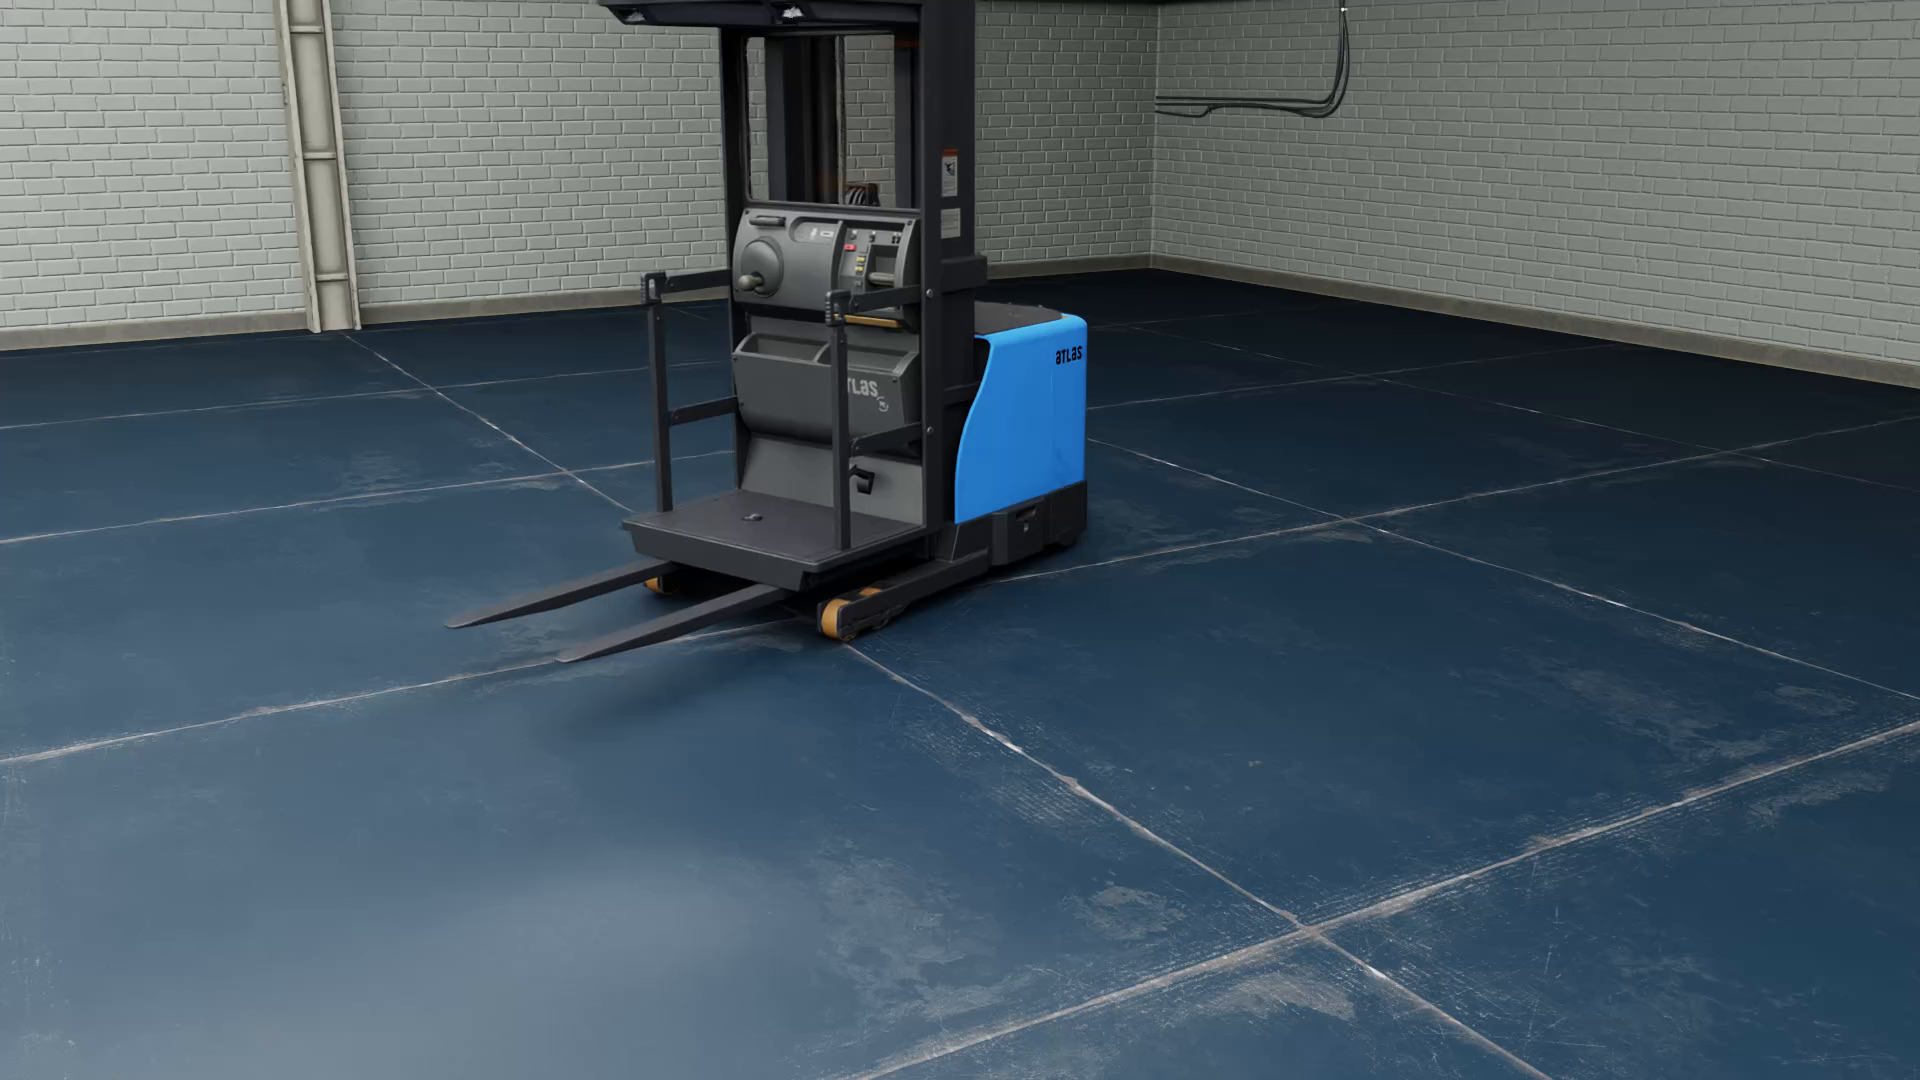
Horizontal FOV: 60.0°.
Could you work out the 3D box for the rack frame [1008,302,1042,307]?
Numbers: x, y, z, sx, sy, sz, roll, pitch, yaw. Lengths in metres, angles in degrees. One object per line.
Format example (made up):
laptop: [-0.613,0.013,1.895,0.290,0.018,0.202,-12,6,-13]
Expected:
rack frame: [0.317,-0.651,8.288,0.200,1.050,0.008,11,19,35]

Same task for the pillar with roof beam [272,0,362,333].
pillar with roof beam: [-3.226,-5.177,9.706,0.400,9.000,9.100,-9,18,-30]

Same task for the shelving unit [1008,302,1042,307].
shelving unit: [0.244,-0.625,8.195,0.215,1.050,0.252,11,19,35]

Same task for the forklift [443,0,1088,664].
forklift: [-0.690,-1.164,6.632,1.130,2.935,3.031,11,19,35]

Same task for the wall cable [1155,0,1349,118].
wall cable: [2.906,-5.615,17.023,0.112,2.526,3.097,-9,18,-30]
